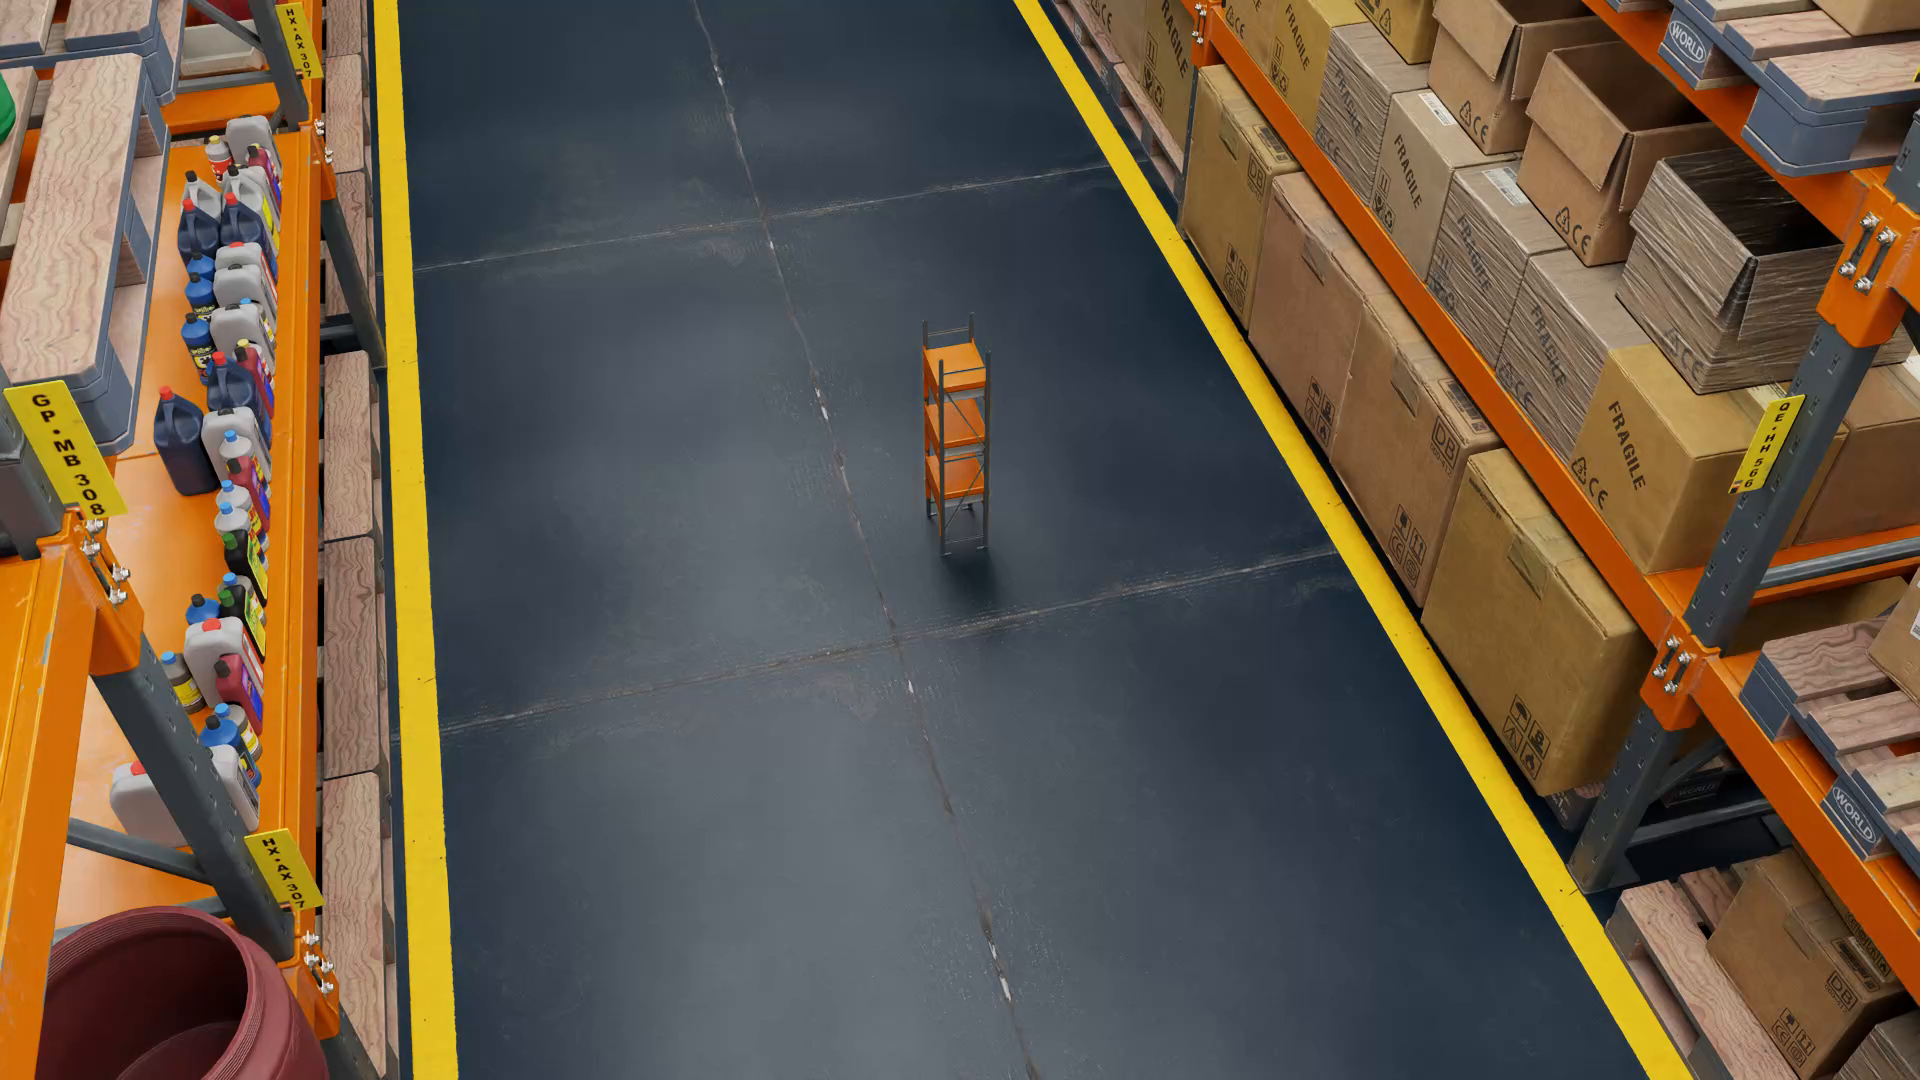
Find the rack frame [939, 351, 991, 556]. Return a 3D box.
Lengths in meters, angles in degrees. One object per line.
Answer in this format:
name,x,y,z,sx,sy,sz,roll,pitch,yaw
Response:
rack frame,0.018,-0.320,6.579,0.200,1.050,0.008,-11,47,-10

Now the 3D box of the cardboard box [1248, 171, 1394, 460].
cardboard box,2.023,-1.054,7.127,1.225,0.875,0.875,-12,47,-12

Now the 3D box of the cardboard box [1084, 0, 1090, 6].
cardboard box,1.061,-3.815,9.833,0.875,0.875,0.875,-11,47,-10

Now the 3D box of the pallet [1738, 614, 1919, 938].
pallet,2.920,0.596,4.451,1.213,0.211,1.003,-11,47,-10

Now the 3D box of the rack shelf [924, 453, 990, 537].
rack shelf,-0.014,-0.202,6.868,0.215,0.259,0.240,-11,47,-10

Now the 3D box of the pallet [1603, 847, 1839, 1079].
pallet,2.833,1.572,5.313,1.003,0.211,1.213,-11,47,-10

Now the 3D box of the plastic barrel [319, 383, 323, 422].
plastic barrel,-3.055,-0.834,6.893,0.600,0.901,0.708,-11,47,-10

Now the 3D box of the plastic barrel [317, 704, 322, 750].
plastic barrel,-2.584,0.544,5.761,0.600,0.588,0.708,-11,47,-10

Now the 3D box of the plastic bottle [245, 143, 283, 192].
plastic bottle,-2.708,-1.442,6.453,0.097,0.201,0.097,0,46,0

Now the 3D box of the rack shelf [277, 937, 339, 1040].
rack shelf,-1.641,2.594,2.862,1.077,0.370,4.000,-11,47,-10

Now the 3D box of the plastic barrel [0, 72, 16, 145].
plastic barrel,-2.202,-0.954,3.550,0.294,0.245,0.294,0,46,0

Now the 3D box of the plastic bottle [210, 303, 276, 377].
plastic bottle,-2.448,-0.690,5.664,0.152,0.276,0.135,-11,47,-10

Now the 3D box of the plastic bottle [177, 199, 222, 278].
plastic bottle,-2.718,-1.054,5.968,0.144,0.351,0.185,-11,47,-10

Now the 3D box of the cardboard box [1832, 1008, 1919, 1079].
cardboard box,2.980,1.616,4.758,0.700,0.500,0.500,-14,47,-14

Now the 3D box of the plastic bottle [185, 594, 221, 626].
plastic bottle,-2.132,0.255,4.740,0.097,0.271,0.097,0,46,0

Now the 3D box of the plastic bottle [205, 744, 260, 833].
plastic bottle,-1.952,0.647,4.353,0.152,0.276,0.135,-11,47,-10

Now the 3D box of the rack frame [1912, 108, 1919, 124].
rack frame,2.634,-2.044,2.703,1.000,3.000,0.127,-11,47,-10

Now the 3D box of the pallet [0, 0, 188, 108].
pallet,-2.589,-1.478,4.381,1.003,0.211,1.213,-11,47,-10

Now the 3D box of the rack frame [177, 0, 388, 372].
rack frame,-3.177,-1.800,6.665,1.000,3.000,0.127,-11,47,-10

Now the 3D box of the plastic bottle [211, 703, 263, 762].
plastic bottle,-1.980,0.521,4.529,0.097,0.201,0.097,0,46,0

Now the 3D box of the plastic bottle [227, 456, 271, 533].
plastic bottle,-2.203,-0.162,5.140,0.061,0.283,0.133,-11,47,-10

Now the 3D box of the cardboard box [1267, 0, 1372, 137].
cardboard box,1.616,-2.030,6.820,0.500,0.500,0.500,-11,47,-10

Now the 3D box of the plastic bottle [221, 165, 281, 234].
plastic bottle,-2.671,-1.291,6.253,0.152,0.276,0.135,-11,47,-10

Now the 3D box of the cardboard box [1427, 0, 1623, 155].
cardboard box,2.121,-1.750,5.843,0.797,0.503,0.637,-9,46,-9

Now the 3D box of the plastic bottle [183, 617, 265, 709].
plastic bottle,-2.070,0.328,4.666,0.152,0.276,0.135,-11,47,-10

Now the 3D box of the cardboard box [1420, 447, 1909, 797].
cardboard box,2.478,0.172,5.925,1.225,0.875,0.875,-13,47,-12

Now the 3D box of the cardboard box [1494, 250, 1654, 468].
cardboard box,2.147,-0.620,5.438,0.500,0.500,0.500,-11,47,-11

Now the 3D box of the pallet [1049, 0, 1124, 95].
pallet,1.176,-3.113,9.904,1.003,0.211,1.213,-11,47,-10

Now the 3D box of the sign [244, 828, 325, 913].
sign,-1.623,0.799,4.003,0.100,0.325,0.005,-11,47,-10

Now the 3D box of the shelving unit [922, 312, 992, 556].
shelving unit,-0.014,-0.404,6.662,0.215,1.050,0.252,-11,47,-10

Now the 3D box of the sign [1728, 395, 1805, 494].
sign,2.099,-0.245,4.330,0.100,0.325,0.005,-11,47,-10

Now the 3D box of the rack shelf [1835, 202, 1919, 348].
rack shelf,3.146,0.639,2.678,1.077,0.370,4.000,-11,47,-10

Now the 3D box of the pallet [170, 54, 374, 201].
pallet,-3.719,-2.168,8.978,1.003,0.211,1.213,-11,47,-10

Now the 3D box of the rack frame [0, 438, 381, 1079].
rack frame,-2.153,0.962,3.958,1.000,3.000,0.127,-11,47,-10

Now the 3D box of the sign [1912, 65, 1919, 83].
sign,2.096,-1.107,3.467,0.100,0.325,0.005,-11,47,-10

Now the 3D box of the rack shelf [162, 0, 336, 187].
rack shelf,-3.689,-2.929,8.275,1.077,0.370,4.000,-11,47,-10

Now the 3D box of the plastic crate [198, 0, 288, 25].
plastic crate,-3.164,-2.506,7.269,0.402,0.464,0.583,-11,47,-10

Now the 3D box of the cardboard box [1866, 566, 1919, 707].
cardboard box,2.811,0.240,4.302,0.500,0.500,0.500,-16,48,-15

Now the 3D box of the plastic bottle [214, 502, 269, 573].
plastic bottle,-2.167,-0.007,4.998,0.097,0.271,0.097,0,46,0

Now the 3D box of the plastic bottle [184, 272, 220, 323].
plastic bottle,-2.623,-0.813,5.787,0.097,0.271,0.097,0,46,0

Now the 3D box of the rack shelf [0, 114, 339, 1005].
rack shelf,-2.665,-0.167,5.568,1.077,0.370,4.000,-11,47,-10

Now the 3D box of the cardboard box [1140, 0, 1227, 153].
cardboard box,1.519,-2.579,8.622,0.875,0.875,0.875,-11,47,-10

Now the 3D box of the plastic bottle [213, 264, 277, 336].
plastic bottle,-2.507,-0.850,5.821,0.152,0.276,0.135,-11,47,-10

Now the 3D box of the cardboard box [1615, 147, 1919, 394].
cardboard box,2.463,-0.838,4.949,0.797,0.503,0.637,-9,46,-9

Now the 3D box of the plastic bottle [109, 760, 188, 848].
plastic bottle,-2.099,0.675,4.326,0.152,0.276,0.135,-11,47,-10

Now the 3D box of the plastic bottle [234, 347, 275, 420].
plastic bottle,-2.344,-0.541,5.513,0.061,0.283,0.133,-11,47,-10

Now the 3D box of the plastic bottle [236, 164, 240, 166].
plastic bottle,-2.733,-1.339,6.352,0.097,0.201,0.097,0,46,0

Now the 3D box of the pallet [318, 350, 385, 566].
pallet,-3.020,-0.284,7.131,1.003,0.211,1.213,-11,47,-10

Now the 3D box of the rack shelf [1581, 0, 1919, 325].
rack shelf,2.122,-2.123,5.384,1.077,0.370,4.000,-11,47,-10

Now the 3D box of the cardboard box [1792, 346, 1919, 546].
cardboard box,2.773,-0.364,5.188,0.500,0.500,0.500,-9,46,-9

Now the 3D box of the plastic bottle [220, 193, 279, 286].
plastic bottle,-2.578,-1.080,5.994,0.144,0.351,0.185,-11,47,-10

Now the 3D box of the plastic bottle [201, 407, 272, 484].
plastic bottle,-2.307,-0.310,5.291,0.152,0.276,0.135,-11,47,-10

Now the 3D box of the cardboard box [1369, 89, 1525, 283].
cardboard box,1.881,-1.329,6.133,0.500,0.500,0.500,-10,46,-10

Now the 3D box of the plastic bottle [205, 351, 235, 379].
plastic bottle,-2.416,-0.510,5.491,0.097,0.271,0.097,0,46,0

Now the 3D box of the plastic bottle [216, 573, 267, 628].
plastic bottle,-2.108,0.177,4.866,0.097,0.201,0.097,0,46,0

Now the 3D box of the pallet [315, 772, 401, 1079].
pallet,-2.396,1.401,5.480,1.003,0.211,1.213,-11,47,-10
